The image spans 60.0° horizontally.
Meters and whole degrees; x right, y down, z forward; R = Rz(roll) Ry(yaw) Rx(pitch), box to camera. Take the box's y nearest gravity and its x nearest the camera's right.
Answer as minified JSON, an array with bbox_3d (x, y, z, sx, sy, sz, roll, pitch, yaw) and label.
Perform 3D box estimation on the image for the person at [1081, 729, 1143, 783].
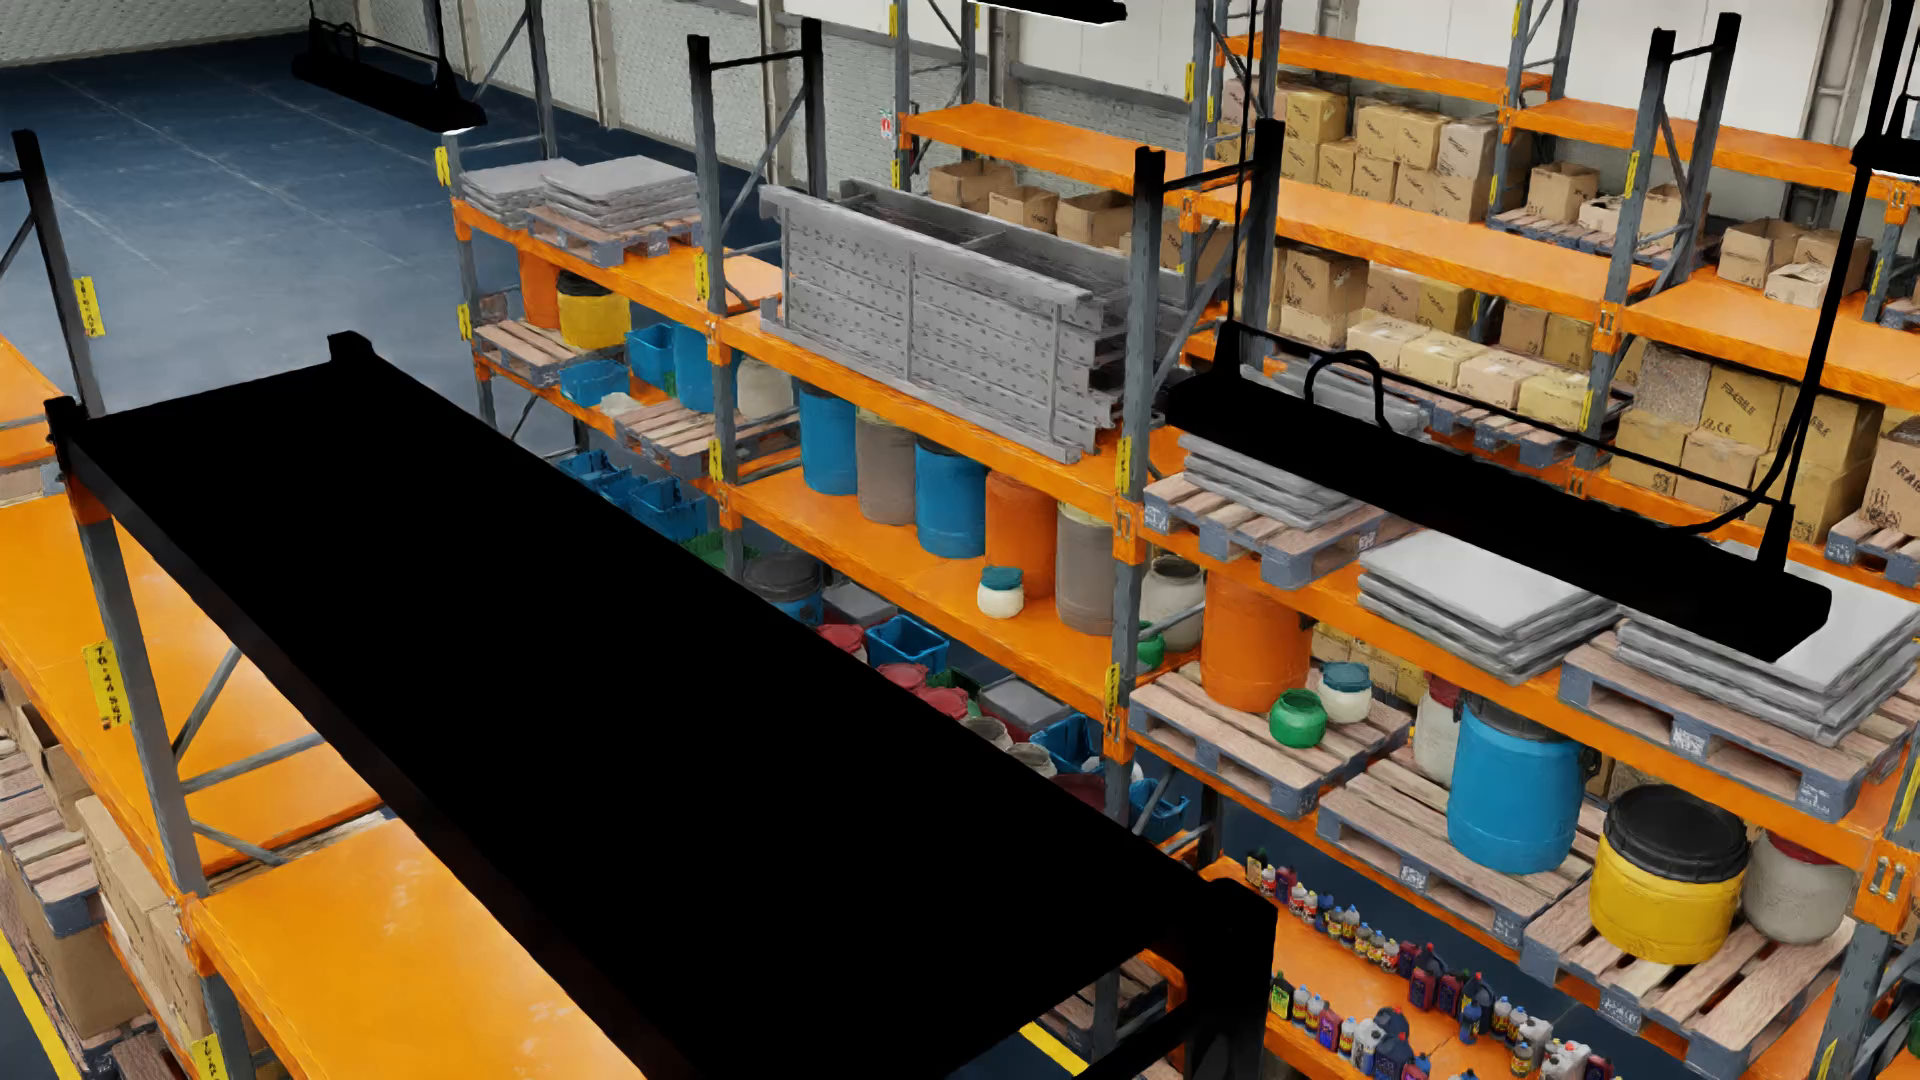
[{"bbox_3d":[0.923,1.974,11.451,0.664,1.638,0.565,2,27,4],"label":"person"}]
